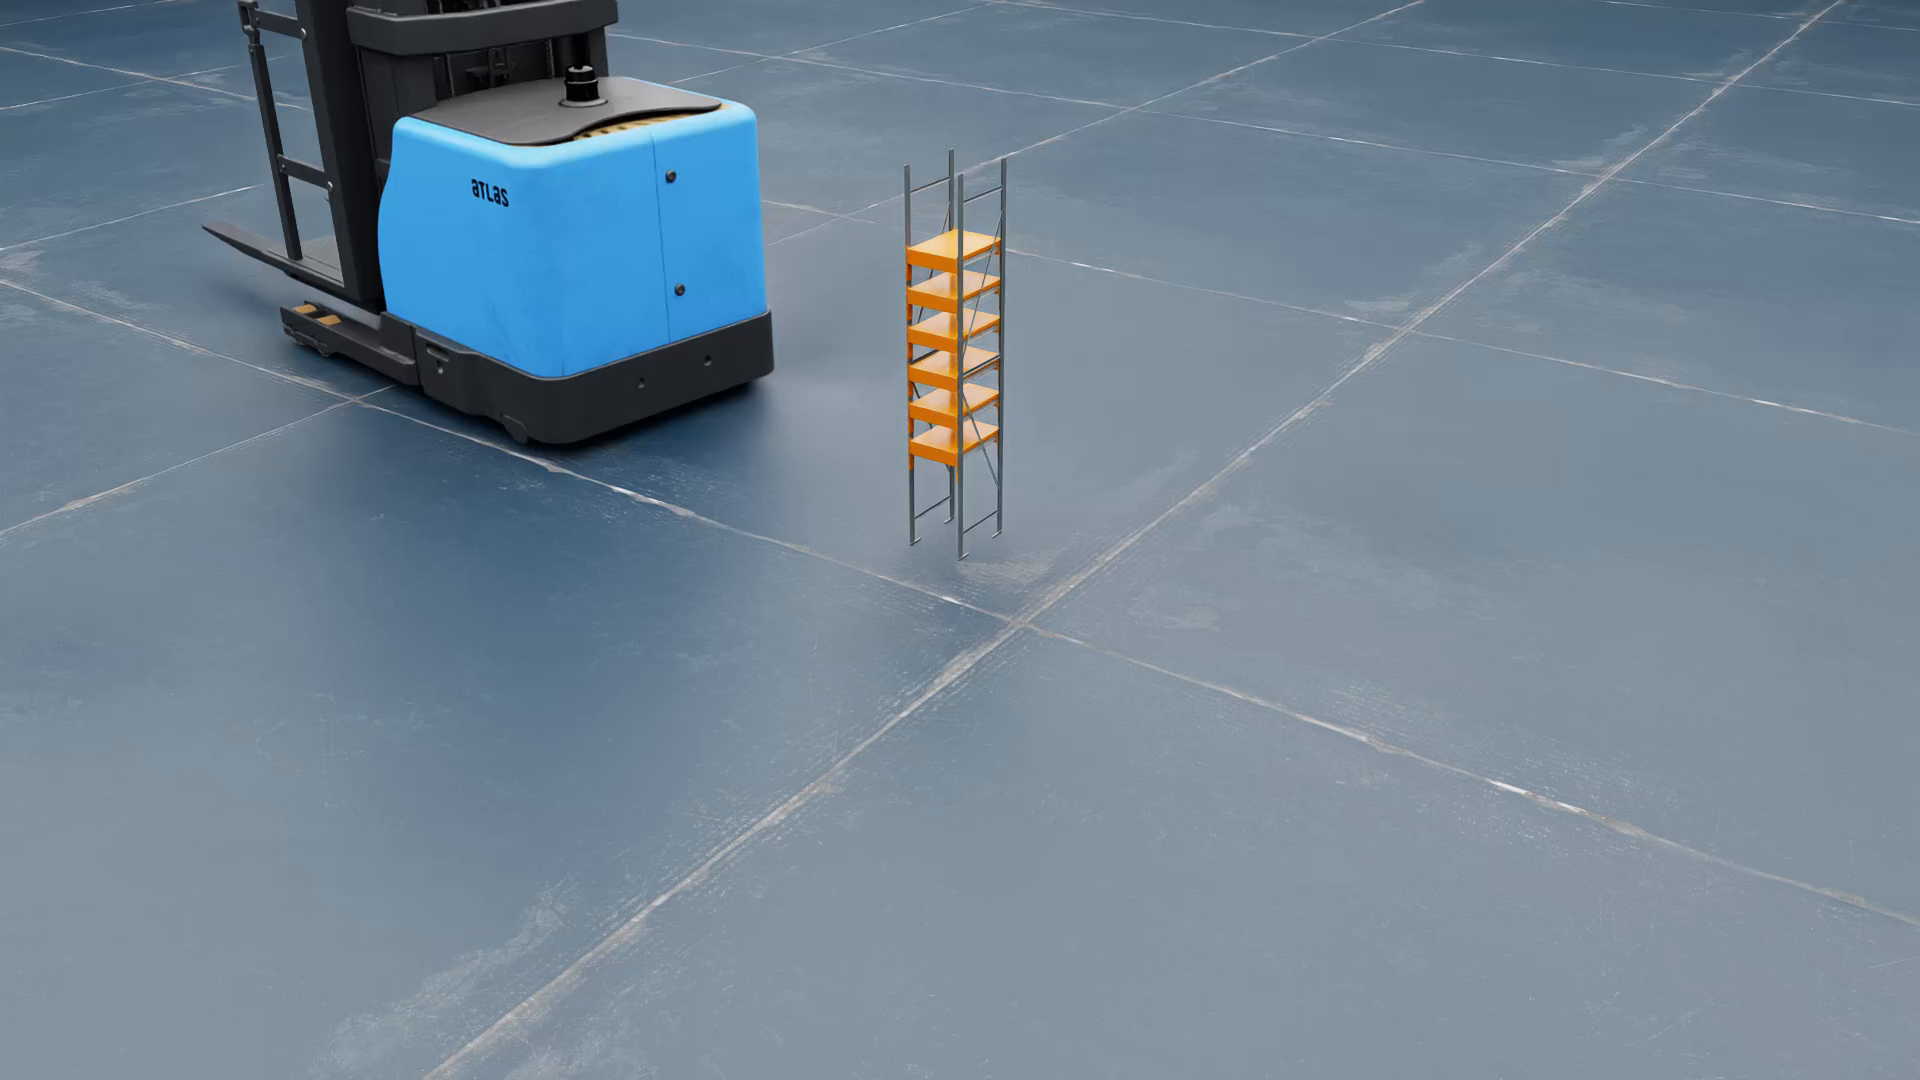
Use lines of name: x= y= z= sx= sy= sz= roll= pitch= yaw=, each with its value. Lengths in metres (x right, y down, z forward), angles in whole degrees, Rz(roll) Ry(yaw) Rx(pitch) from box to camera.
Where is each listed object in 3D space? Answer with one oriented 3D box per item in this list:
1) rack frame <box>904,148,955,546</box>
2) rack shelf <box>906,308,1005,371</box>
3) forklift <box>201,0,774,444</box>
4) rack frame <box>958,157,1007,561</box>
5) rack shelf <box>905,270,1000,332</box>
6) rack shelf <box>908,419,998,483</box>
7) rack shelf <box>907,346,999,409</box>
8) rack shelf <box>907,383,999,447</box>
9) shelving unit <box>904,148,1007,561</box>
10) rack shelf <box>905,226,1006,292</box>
rack frame: x=-0.087 y=-0.562 z=5.031 sx=0.006 sy=1.200 sz=0.240 roll=17 pitch=32 yaw=30
rack shelf: x=-0.012 y=-0.606 z=4.951 sx=0.180 sy=0.103 sz=0.258 roll=17 pitch=32 yaw=30
forklift: x=-2.134 y=-2.195 z=6.332 sx=3.031 sy=2.935 sz=1.130 roll=23 pitch=35 yaw=37
rack frame: x=0.063 y=-0.515 z=4.939 sx=0.006 sy=1.200 sz=0.240 roll=17 pitch=32 yaw=30
rack shelf: x=-0.012 y=-0.713 z=4.896 sx=0.180 sy=0.103 sz=0.258 roll=17 pitch=32 yaw=30
rack shelf: x=-0.012 y=-0.285 z=5.114 sx=0.180 sy=0.103 sz=0.258 roll=17 pitch=32 yaw=30
rack shelf: x=-0.012 y=-0.499 z=5.005 sx=0.180 sy=0.103 sz=0.258 roll=17 pitch=32 yaw=30
rack shelf: x=-0.012 y=-0.392 z=5.060 sx=0.180 sy=0.103 sz=0.258 roll=17 pitch=32 yaw=30
shelving unit: x=-0.012 y=-0.538 z=4.985 sx=0.189 sy=1.200 sz=0.258 roll=17 pitch=32 yaw=30
rack shelf: x=-0.012 y=-0.820 z=4.842 sx=0.180 sy=0.103 sz=0.258 roll=17 pitch=32 yaw=30
